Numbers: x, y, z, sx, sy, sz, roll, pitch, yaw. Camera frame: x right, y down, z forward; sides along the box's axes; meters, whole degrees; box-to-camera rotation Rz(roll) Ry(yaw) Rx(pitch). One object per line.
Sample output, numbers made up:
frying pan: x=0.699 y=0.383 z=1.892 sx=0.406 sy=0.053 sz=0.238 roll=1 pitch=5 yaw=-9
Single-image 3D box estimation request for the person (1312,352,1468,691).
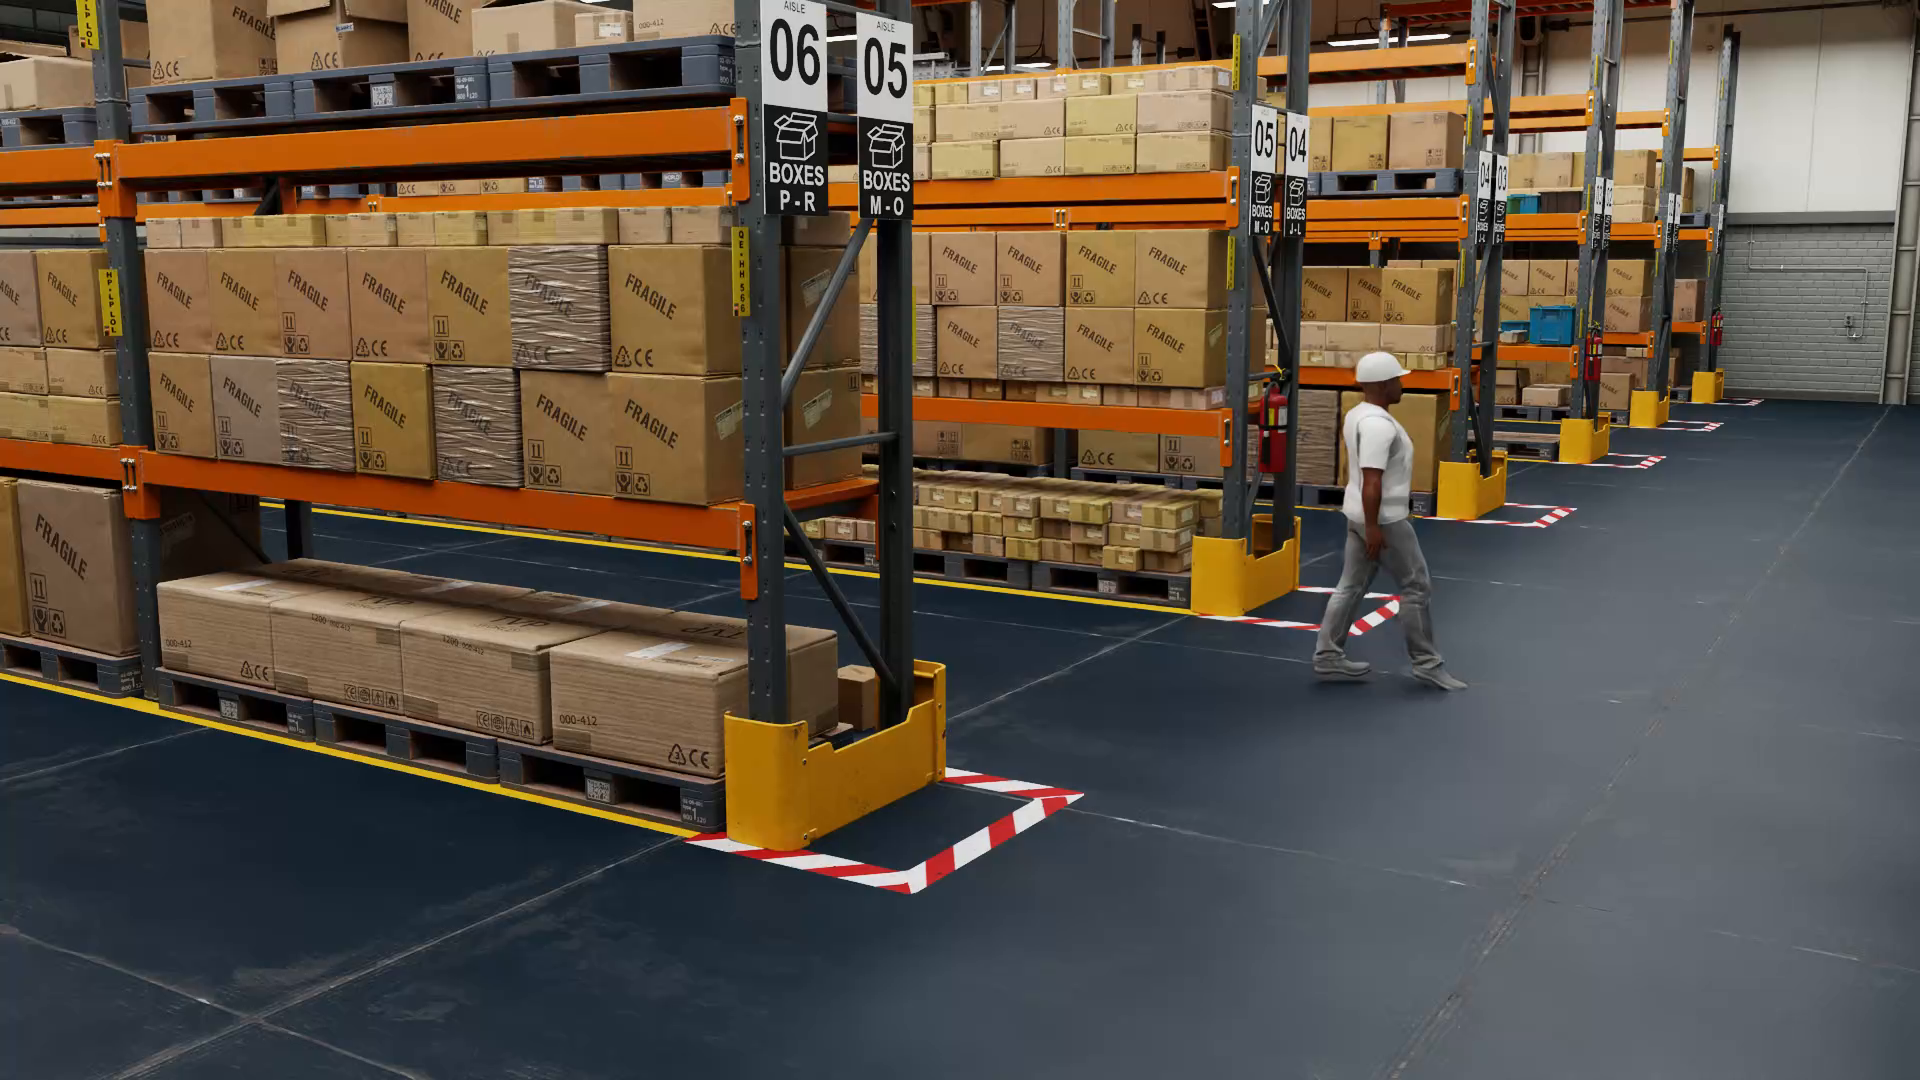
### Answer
person: x=2.299 y=-0.099 z=8.847 sx=0.794 sy=1.790 sz=0.614 roll=0 pitch=9 yaw=-2
